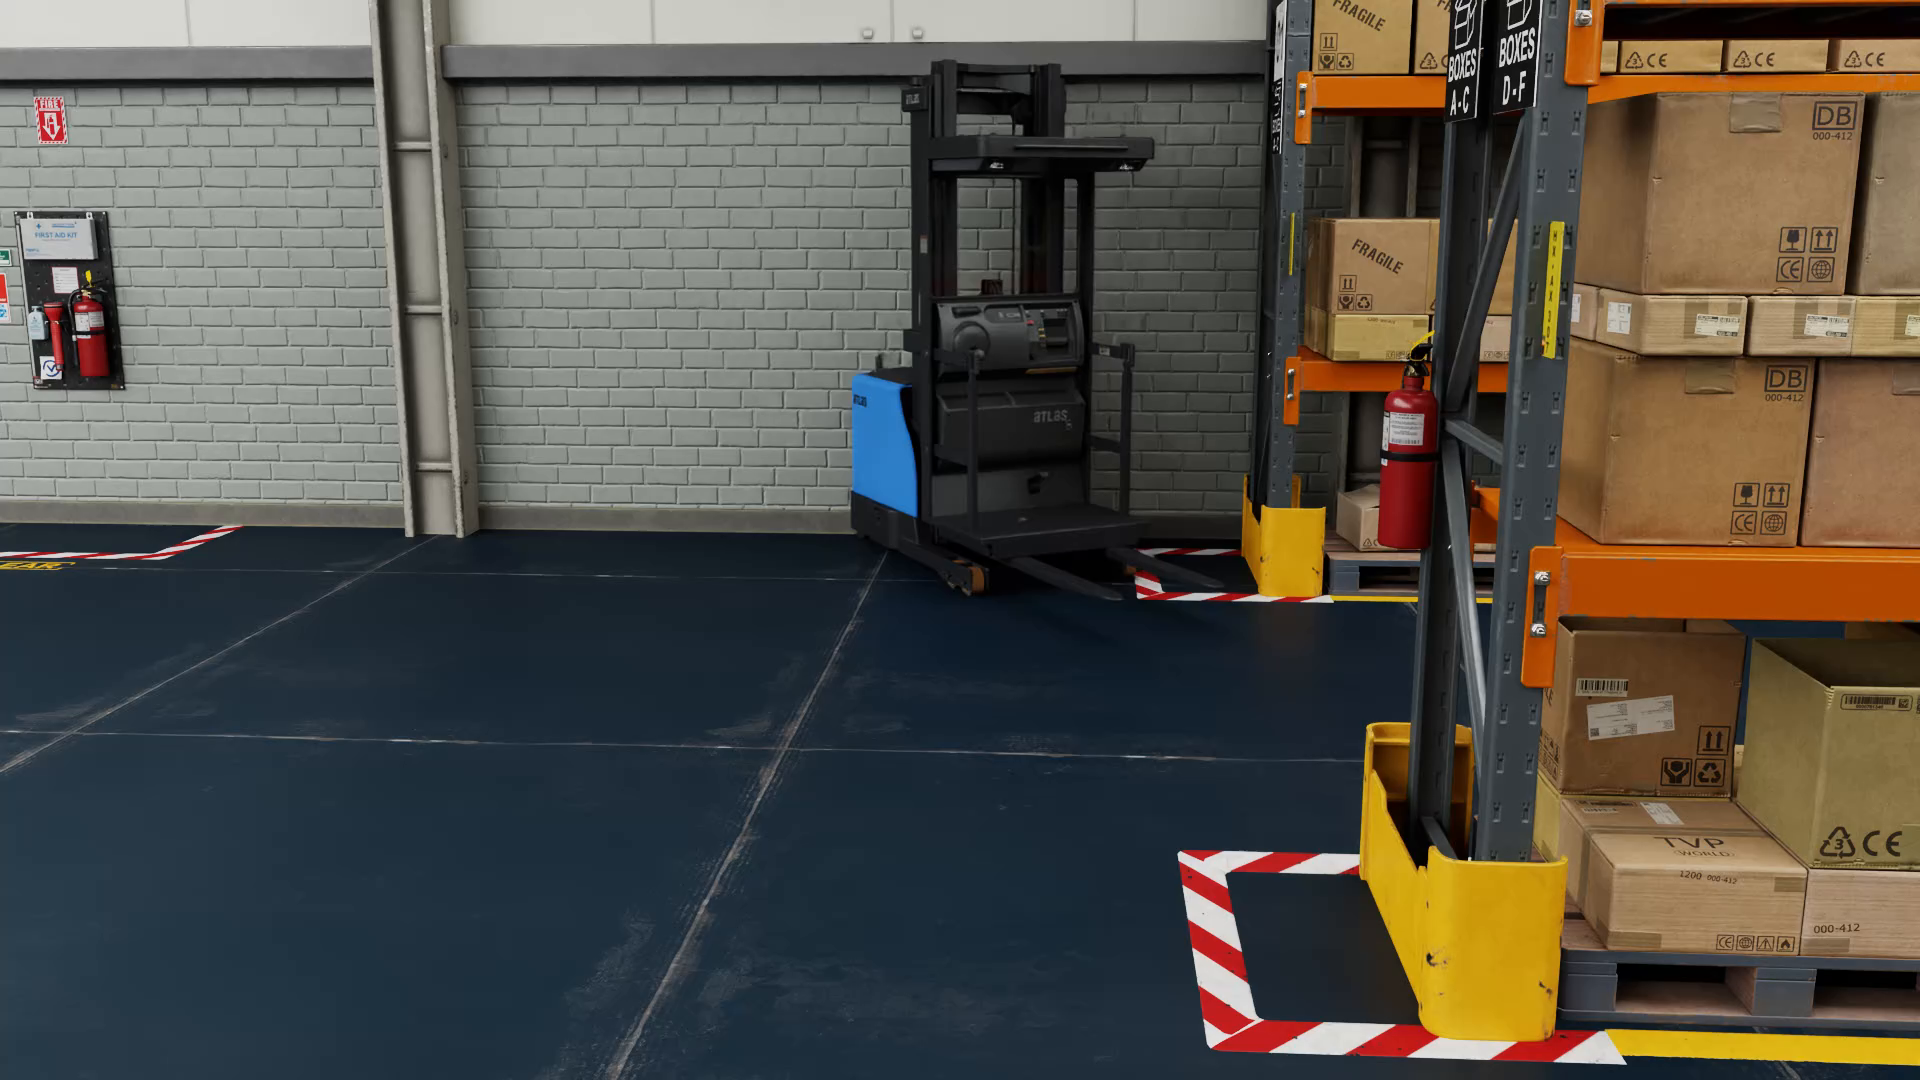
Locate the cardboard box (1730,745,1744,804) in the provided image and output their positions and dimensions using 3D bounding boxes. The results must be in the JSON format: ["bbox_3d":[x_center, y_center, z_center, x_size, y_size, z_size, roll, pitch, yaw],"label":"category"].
[{"bbox_3d":[2.536,0.834,5.147,0.500,0.250,0.500,1,12,4],"label":"cardboard box"}]

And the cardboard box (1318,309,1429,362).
[{"bbox_3d":[2.275,-1.135,9.186,0.500,0.250,0.500,0,12,2],"label":"cardboard box"}]

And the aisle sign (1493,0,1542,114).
[{"bbox_3d":[1.396,-1.469,4.115,0.004,0.787,0.394,1,12,4],"label":"aisle sign"}]

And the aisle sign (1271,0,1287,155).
[{"bbox_3d":[1.717,-2.482,8.960,0.004,0.787,0.394,1,12,4],"label":"aisle sign"}]

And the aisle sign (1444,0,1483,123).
[{"bbox_3d":[1.436,-1.592,4.701,0.004,0.787,0.394,1,12,4],"label":"aisle sign"}]

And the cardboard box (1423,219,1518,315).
[{"bbox_3d":[2.758,-1.497,9.084,0.500,0.500,0.500,1,12,4],"label":"cardboard box"}]

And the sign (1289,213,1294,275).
[{"bbox_3d":[1.773,-1.583,8.896,0.005,0.325,0.100,1,12,4],"label":"sign"}]

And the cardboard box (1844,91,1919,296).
[{"bbox_3d":[2.525,-0.926,4.458,0.500,0.500,0.700,0,12,2],"label":"cardboard box"}]

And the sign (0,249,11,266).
[{"bbox_3d":[-6.425,-1.865,10.975,0.331,0.109,0.001,1,12,4],"label":"sign"}]

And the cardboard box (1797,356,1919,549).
[{"bbox_3d":[2.471,-0.292,4.593,0.500,0.500,0.700,1,12,5],"label":"cardboard box"}]

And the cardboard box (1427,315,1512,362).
[{"bbox_3d":[2.794,-1.131,9.166,0.500,0.250,0.500,0,12,2],"label":"cardboard box"}]

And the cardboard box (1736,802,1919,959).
[{"bbox_3d":[2.501,0.941,4.633,0.500,0.250,0.500,1,12,4],"label":"cardboard box"}]

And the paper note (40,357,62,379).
[{"bbox_3d":[-6.056,-1.146,11.074,0.142,0.148,0.016,1,12,4],"label":"paper note"}]

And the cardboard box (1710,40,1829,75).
[{"bbox_3d":[4.221,-2.708,8.770,0.500,0.500,0.500,0,12,2],"label":"cardboard box"}]

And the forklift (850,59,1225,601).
[{"bbox_3d":[0.395,-1.227,9.475,1.130,2.935,3.031,-6,13,-26],"label":"forklift"}]

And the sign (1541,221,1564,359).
[{"bbox_3d":[1.439,-0.607,4.038,0.005,0.325,0.100,1,12,4],"label":"sign"}]

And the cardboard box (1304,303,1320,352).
[{"bbox_3d":[2.289,-1.240,9.686,0.500,0.250,0.500,1,12,5],"label":"cardboard box"}]

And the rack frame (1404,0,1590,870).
[{"bbox_3d":[1.482,-0.258,4.676,0.127,3.000,1.000,1,12,4],"label":"rack frame"}]

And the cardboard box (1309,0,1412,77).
[{"bbox_3d":[2.126,-2.742,8.929,0.500,0.500,0.500,1,12,5],"label":"cardboard box"}]

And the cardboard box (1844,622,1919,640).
[{"bbox_3d":[3.036,0.472,5.042,0.500,0.500,0.500,1,12,4],"label":"cardboard box"}]

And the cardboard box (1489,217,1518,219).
[{"bbox_3d":[3.312,-1.596,9.555,0.500,0.500,0.500,0,12,2],"label":"cardboard box"}]

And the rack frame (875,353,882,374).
[{"bbox_3d":[-0.492,-0.591,10.705,0.015,1.200,0.240,-2,11,4],"label":"rack frame"}]

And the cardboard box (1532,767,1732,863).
[{"bbox_3d":[2.037,0.829,5.168,0.500,0.250,0.500,1,12,4],"label":"cardboard box"}]

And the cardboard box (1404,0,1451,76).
[{"bbox_3d":[2.660,-2.727,8.859,0.500,0.500,0.500,2,12,8],"label":"cardboard box"}]

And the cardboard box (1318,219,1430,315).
[{"bbox_3d":[2.266,-1.506,9.126,0.500,0.500,0.500,1,12,4],"label":"cardboard box"}]

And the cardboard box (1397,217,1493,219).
[{"bbox_3d":[2.795,-1.602,9.585,0.500,0.500,0.500,1,12,5],"label":"cardboard box"}]

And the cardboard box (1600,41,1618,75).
[{"bbox_3d":[3.178,-2.721,8.829,0.500,0.500,0.500,1,12,6],"label":"cardboard box"}]

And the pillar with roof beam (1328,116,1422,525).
[{"bbox_3d":[2.278,-3.494,5.495,0.400,9.000,9.100,1,12,4],"label":"pillar with roof beam"}]

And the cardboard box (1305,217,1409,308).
[{"bbox_3d":[2.294,-1.611,9.628,0.500,0.500,0.500,1,12,3],"label":"cardboard box"}]

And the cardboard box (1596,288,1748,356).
[{"bbox_3d":[1.859,-0.575,4.364,0.250,0.149,0.380,1,12,3],"label":"cardboard box"}]

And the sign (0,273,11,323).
[{"bbox_3d":[-6.429,-1.607,11.038,0.234,0.329,0.001,1,12,4],"label":"sign"}]

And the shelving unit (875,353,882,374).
[{"bbox_3d":[-0.248,-0.601,10.688,0.503,1.200,0.258,-2,11,4],"label":"shelving unit"}]

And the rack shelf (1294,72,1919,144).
[{"bbox_3d":[3.805,-2.359,9.150,4.000,0.370,1.077,1,12,4],"label":"rack shelf"}]

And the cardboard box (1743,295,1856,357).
[{"bbox_3d":[2.123,-0.572,4.349,0.250,0.149,0.380,0,12,2],"label":"cardboard box"}]

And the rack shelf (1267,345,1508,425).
[{"bbox_3d":[3.805,-0.891,9.457,4.000,0.370,1.077,1,12,4],"label":"rack shelf"}]

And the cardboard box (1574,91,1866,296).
[{"bbox_3d":[2.000,-0.932,4.487,0.500,0.500,0.700,1,12,4],"label":"cardboard box"}]

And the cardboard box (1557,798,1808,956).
[{"bbox_3d":[2.002,0.935,4.662,0.500,0.250,0.500,1,12,4],"label":"cardboard box"}]

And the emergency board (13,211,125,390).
[{"bbox_3d":[-5.884,-1.561,10.905,0.643,1.169,0.194,1,12,4],"label":"emergency board"}]

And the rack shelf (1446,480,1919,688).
[{"bbox_3d":[3.478,0.121,4.619,4.000,0.370,1.077,1,12,4],"label":"rack shelf"}]

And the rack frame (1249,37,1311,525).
[{"bbox_3d":[1.809,-1.270,9.514,0.127,3.000,1.000,1,12,4],"label":"rack frame"}]

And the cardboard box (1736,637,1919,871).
[{"bbox_3d":[2.501,0.574,4.555,0.500,0.500,0.500,1,12,4],"label":"cardboard box"}]

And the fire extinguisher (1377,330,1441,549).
[{"bbox_3d":[1.395,-0.317,5.146,0.183,0.674,0.296,1,12,4],"label":"fire extinguisher"}]

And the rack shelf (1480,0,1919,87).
[{"bbox_3d":[3.478,-1.347,4.312,4.000,0.370,1.077,1,12,4],"label":"rack shelf"}]

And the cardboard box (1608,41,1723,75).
[{"bbox_3d":[3.714,-2.718,8.815,0.500,0.500,0.500,2,12,7],"label":"cardboard box"}]

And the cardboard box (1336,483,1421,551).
[{"bbox_3d":[2.494,-0.142,9.611,0.500,0.311,0.500,-1,12,-3],"label":"cardboard box"}]

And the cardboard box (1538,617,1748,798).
[{"bbox_3d":[2.037,0.462,5.094,0.500,0.500,0.500,1,12,4],"label":"cardboard box"}]

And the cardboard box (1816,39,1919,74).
[{"bbox_3d":[4.776,-2.708,8.771,0.500,0.500,0.500,0,12,-1],"label":"cardboard box"}]

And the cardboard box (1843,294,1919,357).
[{"bbox_3d":[2.372,-0.568,4.331,0.250,0.149,0.380,1,12,4],"label":"cardboard box"}]

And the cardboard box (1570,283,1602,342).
[{"bbox_3d":[1.876,-0.658,4.761,0.250,0.149,0.380,1,12,3],"label":"cardboard box"}]

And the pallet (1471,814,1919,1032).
[{"bbox_3d":[2.248,1.109,4.953,1.213,0.211,1.003,1,12,4],"label":"pallet"}]

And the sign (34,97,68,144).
[{"bbox_3d":[-5.886,-2.716,10.765,0.199,0.298,0.001,1,12,4],"label":"sign"}]

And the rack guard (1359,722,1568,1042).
[{"bbox_3d":[1.458,0.965,4.934,0.348,0.500,1.175,1,12,4],"label":"rack guard"}]

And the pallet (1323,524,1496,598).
[{"bbox_3d":[2.693,0.114,9.707,1.213,0.211,1.003,1,12,4],"label":"pallet"}]

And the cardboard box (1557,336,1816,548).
[{"bbox_3d":[1.947,-0.298,4.623,0.500,0.500,0.700,1,12,4],"label":"cardboard box"}]

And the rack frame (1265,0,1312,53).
[{"bbox_3d":[1.809,-4.207,8.900,0.127,3.000,1.000,1,12,4],"label":"rack frame"}]

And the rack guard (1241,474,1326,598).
[{"bbox_3d":[1.885,-0.046,9.765,0.348,0.500,1.175,1,12,4],"label":"rack guard"}]

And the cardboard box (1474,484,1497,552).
[{"bbox_3d":[3.062,-0.134,9.574,0.500,0.311,0.500,2,12,8],"label":"cardboard box"}]

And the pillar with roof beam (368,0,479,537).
[{"bbox_3d":[-3.709,-3.576,5.887,0.400,9.000,9.100,1,12,4],"label":"pillar with roof beam"}]
